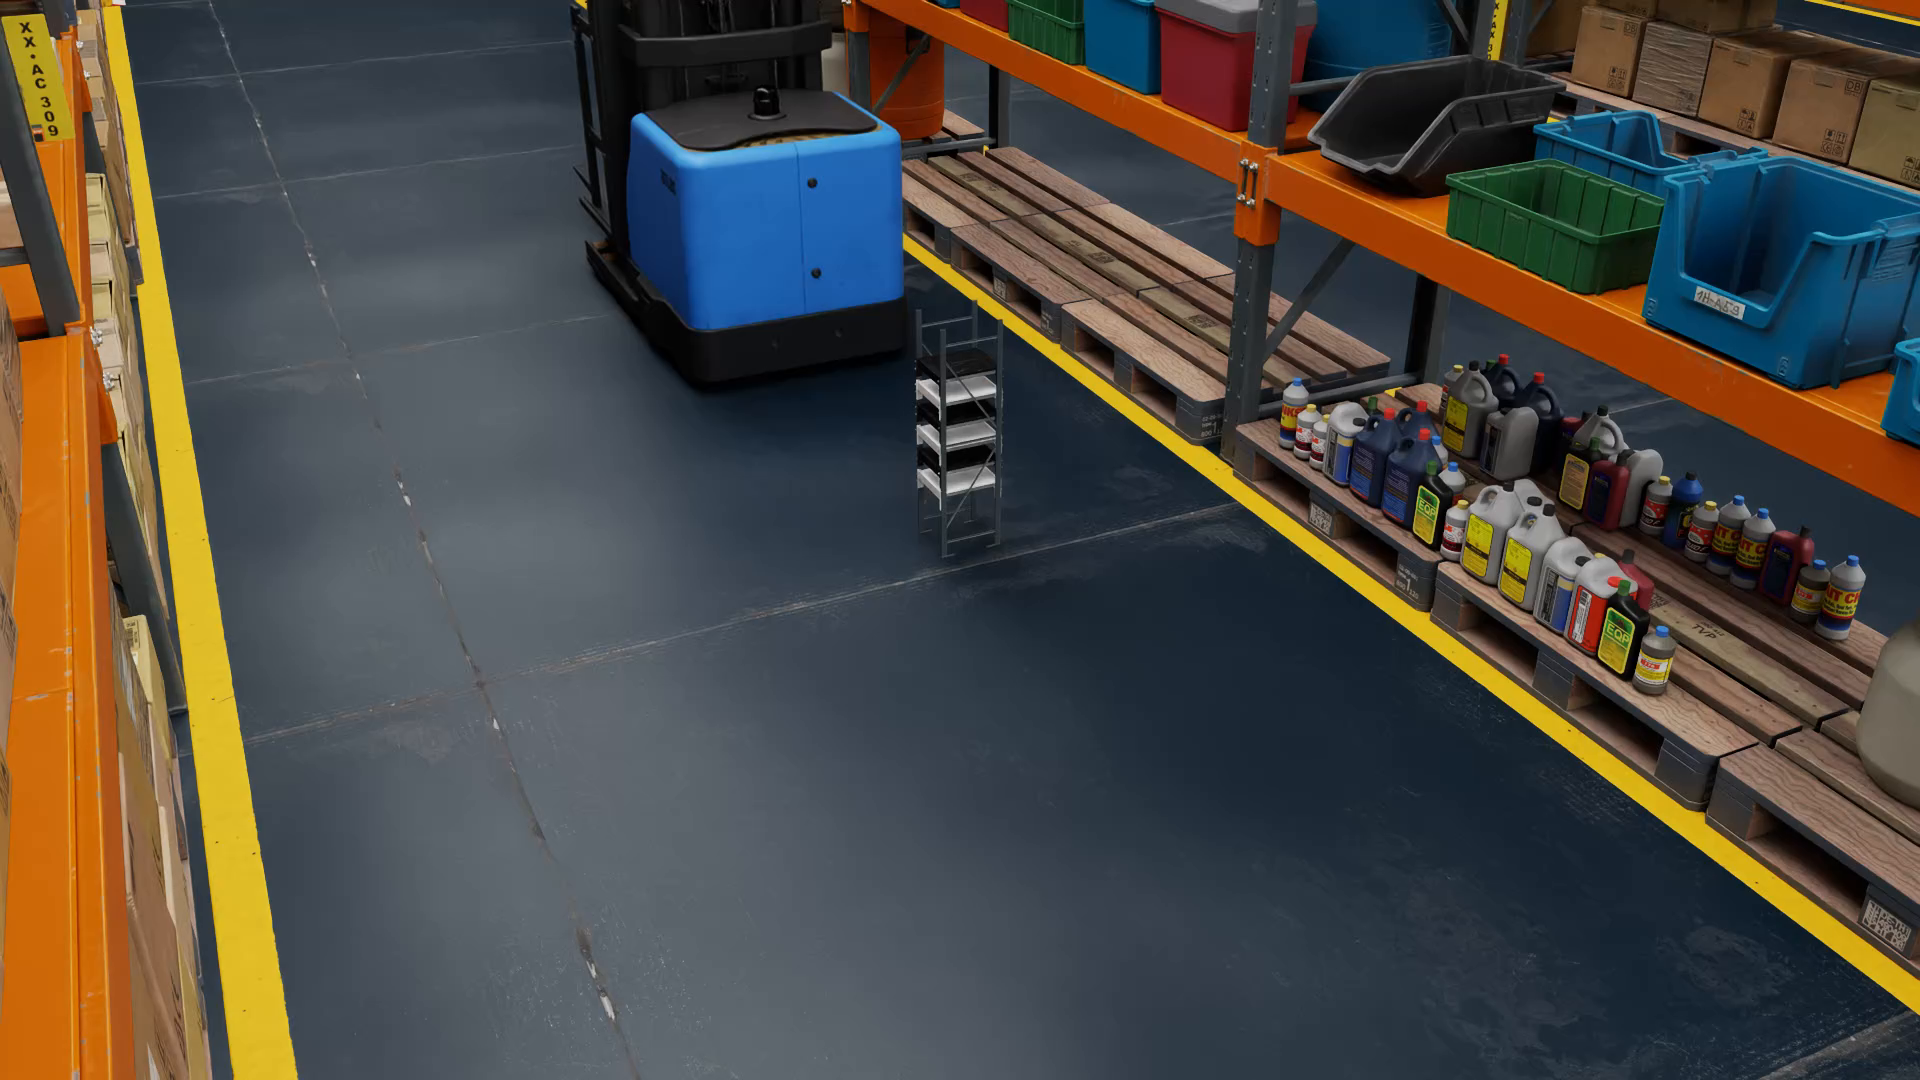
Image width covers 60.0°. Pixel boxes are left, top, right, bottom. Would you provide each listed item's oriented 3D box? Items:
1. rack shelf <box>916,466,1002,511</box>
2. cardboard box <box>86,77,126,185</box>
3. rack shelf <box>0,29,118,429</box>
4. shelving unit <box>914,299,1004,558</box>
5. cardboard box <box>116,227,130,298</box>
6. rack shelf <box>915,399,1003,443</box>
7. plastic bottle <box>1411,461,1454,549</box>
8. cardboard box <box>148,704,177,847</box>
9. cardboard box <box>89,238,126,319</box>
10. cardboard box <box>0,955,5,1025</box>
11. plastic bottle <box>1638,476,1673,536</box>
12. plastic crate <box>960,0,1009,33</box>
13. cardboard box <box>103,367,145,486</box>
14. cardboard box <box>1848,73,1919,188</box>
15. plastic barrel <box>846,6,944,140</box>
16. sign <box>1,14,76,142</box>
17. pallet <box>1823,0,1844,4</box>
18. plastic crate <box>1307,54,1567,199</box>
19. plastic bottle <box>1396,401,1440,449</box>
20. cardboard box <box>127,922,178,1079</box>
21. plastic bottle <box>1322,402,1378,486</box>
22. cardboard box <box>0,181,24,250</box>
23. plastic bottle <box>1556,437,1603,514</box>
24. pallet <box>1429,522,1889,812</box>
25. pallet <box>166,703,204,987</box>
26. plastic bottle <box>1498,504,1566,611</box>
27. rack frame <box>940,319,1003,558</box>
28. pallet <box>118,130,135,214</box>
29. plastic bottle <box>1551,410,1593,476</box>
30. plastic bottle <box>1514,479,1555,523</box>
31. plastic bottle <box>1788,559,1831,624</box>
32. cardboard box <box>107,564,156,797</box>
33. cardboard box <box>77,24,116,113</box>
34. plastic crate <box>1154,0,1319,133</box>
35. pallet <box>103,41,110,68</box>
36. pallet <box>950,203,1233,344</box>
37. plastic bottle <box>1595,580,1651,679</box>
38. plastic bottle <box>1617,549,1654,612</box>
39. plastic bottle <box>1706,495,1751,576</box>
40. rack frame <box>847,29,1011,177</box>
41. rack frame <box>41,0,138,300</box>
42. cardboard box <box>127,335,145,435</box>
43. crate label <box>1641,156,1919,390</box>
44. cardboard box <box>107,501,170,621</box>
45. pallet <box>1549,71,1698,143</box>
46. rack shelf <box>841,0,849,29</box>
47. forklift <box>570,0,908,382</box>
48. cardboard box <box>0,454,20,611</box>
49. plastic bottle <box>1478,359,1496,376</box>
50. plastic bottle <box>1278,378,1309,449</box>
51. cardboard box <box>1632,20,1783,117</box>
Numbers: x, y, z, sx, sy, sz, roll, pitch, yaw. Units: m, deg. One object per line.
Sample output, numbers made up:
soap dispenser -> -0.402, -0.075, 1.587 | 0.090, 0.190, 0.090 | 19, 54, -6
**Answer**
rack shelf -> -0.003, -0.210, 6.141 | 0.258, 0.077, 0.200 | -13, 32, -22
cardboard box -> -5.024, -2.269, 9.336 | 0.500, 0.500, 0.500 | -14, 32, -23
rack shelf -> -3.788, -1.257, 6.160 | 1.077, 0.370, 4.000 | -13, 32, -22
shelving unit -> -0.003, -0.396, 6.036 | 0.258, 0.900, 0.210 | -13, 32, -22
cardboard box -> -4.200, -1.257, 7.806 | 0.500, 0.250, 0.500 | -12, 32, -21
rack shelf -> -0.003, -0.446, 6.009 | 0.258, 0.077, 0.200 | -13, 32, -22
plastic bottle -> 1.632, -0.124, 5.732 | 0.061, 0.283, 0.133 | -12, 31, -20
cardboard box -> -2.327, 0.711, 4.297 | 0.500, 0.250, 0.500 | -13, 32, -22
cardboard box -> -3.756, -1.051, 6.866 | 0.500, 0.311, 0.500 | -13, 32, -22
cardboard box -> -1.631, 0.596, 2.018 | 0.700, 0.500, 0.500 | -12, 32, -21
plastic bottle -> 2.446, -0.126, 5.820 | 0.097, 0.201, 0.097 | 0, 29, 0
plastic crate -> 0.246, -2.742, 8.008 | 0.402, 0.464, 0.583 | -13, 32, -22
cardboard box -> -3.092, -0.373, 5.656 | 0.500, 0.311, 0.500 | -13, 32, -23
cardboard box -> 5.588, -2.358, 9.493 | 0.700, 0.500, 0.500 | -13, 32, -22
plastic barrel -> -0.396, -2.942, 10.219 | 0.600, 0.830, 0.708 | -13, 32, -22
sign -> -2.429, -1.217, 4.387 | 0.100, 0.325, 0.005 | -13, 32, -22
pallet -> 7.971, -5.197, 15.302 | 1.003, 0.211, 1.213 | -13, 32, -22
plastic crate -> 1.656, -1.441, 5.816 | 0.767, 0.338, 0.504 | -13, 32, -22
plastic bottle -> 1.648, -0.349, 6.063 | 0.144, 0.351, 0.185 | -13, 32, -22
cardboard box -> -1.684, 1.047, 2.932 | 0.500, 0.500, 0.500 | -13, 32, -22
plastic bottle -> 1.451, -0.360, 6.159 | 0.152, 0.276, 0.135 | -12, 31, -20
cardboard box -> -3.125, -1.012, 5.245 | 0.380, 0.149, 0.250 | -13, 32, -22
plastic bottle -> 2.222, -0.248, 5.954 | 0.061, 0.283, 0.133 | -13, 32, -22
pallet -> 2.324, 0.336, 5.435 | 1.003, 0.211, 1.213 | -13, 32, -22
pallet -> -2.626, 0.889, 4.448 | 1.003, 0.211, 1.213 | -13, 32, -22
plastic bottle -> 1.861, 0.035, 5.379 | 0.144, 0.351, 0.185 | -12, 31, -20
rack frame -> 0.040, -0.351, 5.956 | 0.240, 0.900, 0.006 | -13, 32, -22
pallet -> -5.453, -2.114, 9.804 | 1.003, 0.211, 1.213 | -13, 32, -22
plastic bottle -> 2.273, -0.361, 6.154 | 0.061, 0.283, 0.133 | -11, 31, -19
plastic bottle -> 1.904, -0.057, 5.619 | 0.152, 0.276, 0.135 | -13, 32, -22
plastic bottle -> 2.722, 0.158, 5.313 | 0.097, 0.201, 0.097 | 0, 29, 0
cardboard box -> -2.329, 0.384, 4.113 | 0.500, 0.500, 0.500 | -13, 32, -22
cardboard box -> -5.688, -2.945, 10.540 | 0.500, 0.500, 0.500 | -13, 32, -22
plastic crate -> 1.062, -1.903, 6.512 | 0.402, 0.464, 0.583 | -13, 32, -22
pallet -> -6.658, -3.308, 11.934 | 1.003, 0.211, 1.213 | -13, 32, -22
pallet -> 0.646, -1.388, 8.509 | 1.003, 0.211, 1.213 | -13, 32, -22
plastic bottle -> 2.012, 0.267, 5.034 | 0.061, 0.283, 0.133 | -12, 32, -21
plastic bottle -> 2.091, 0.175, 5.198 | 0.061, 0.283, 0.133 | -13, 32, -22
plastic bottle -> 2.576, -0.022, 5.563 | 0.097, 0.271, 0.097 | 0, 29, 0
rack frame -> -0.171, -3.493, 9.411 | 1.000, 3.000, 0.127 | -13, 32, -22
rack frame -> -4.646, -2.454, 7.560 | 1.000, 3.000, 0.127 | -13, 32, -22
cardboard box -> -3.539, -0.580, 6.600 | 0.500, 0.250, 0.500 | -12, 32, -21
crate label -> 2.229, -0.730, 4.449 | 0.502, 0.435, 0.616 | -13, 32, -22
cardboard box -> -2.879, 0.099, 5.389 | 0.500, 0.250, 0.500 | -14, 32, -23
pallet -> 4.636, -2.971, 11.332 | 1.003, 0.211, 1.213 | -13, 32, -22
rack shelf -> -1.030, -4.062, 11.163 | 1.077, 0.370, 4.000 | -13, 32, -22
forklift -> -1.315, -2.677, 8.027 | 1.130, 2.935, 3.031 | -13, 32, -21
cardboard box -> -2.289, -0.082, 3.227 | 0.700, 0.500, 0.500 | -13, 32, -21
plastic bottle -> 2.051, -0.589, 6.562 | 0.061, 0.283, 0.133 | -11, 31, -20
plastic bottle -> 1.287, -0.495, 6.405 | 0.097, 0.271, 0.097 | 0, 29, 0
cardboard box -> 4.858, -3.100, 10.817 | 0.700, 0.500, 0.500 | -16, 33, -26
